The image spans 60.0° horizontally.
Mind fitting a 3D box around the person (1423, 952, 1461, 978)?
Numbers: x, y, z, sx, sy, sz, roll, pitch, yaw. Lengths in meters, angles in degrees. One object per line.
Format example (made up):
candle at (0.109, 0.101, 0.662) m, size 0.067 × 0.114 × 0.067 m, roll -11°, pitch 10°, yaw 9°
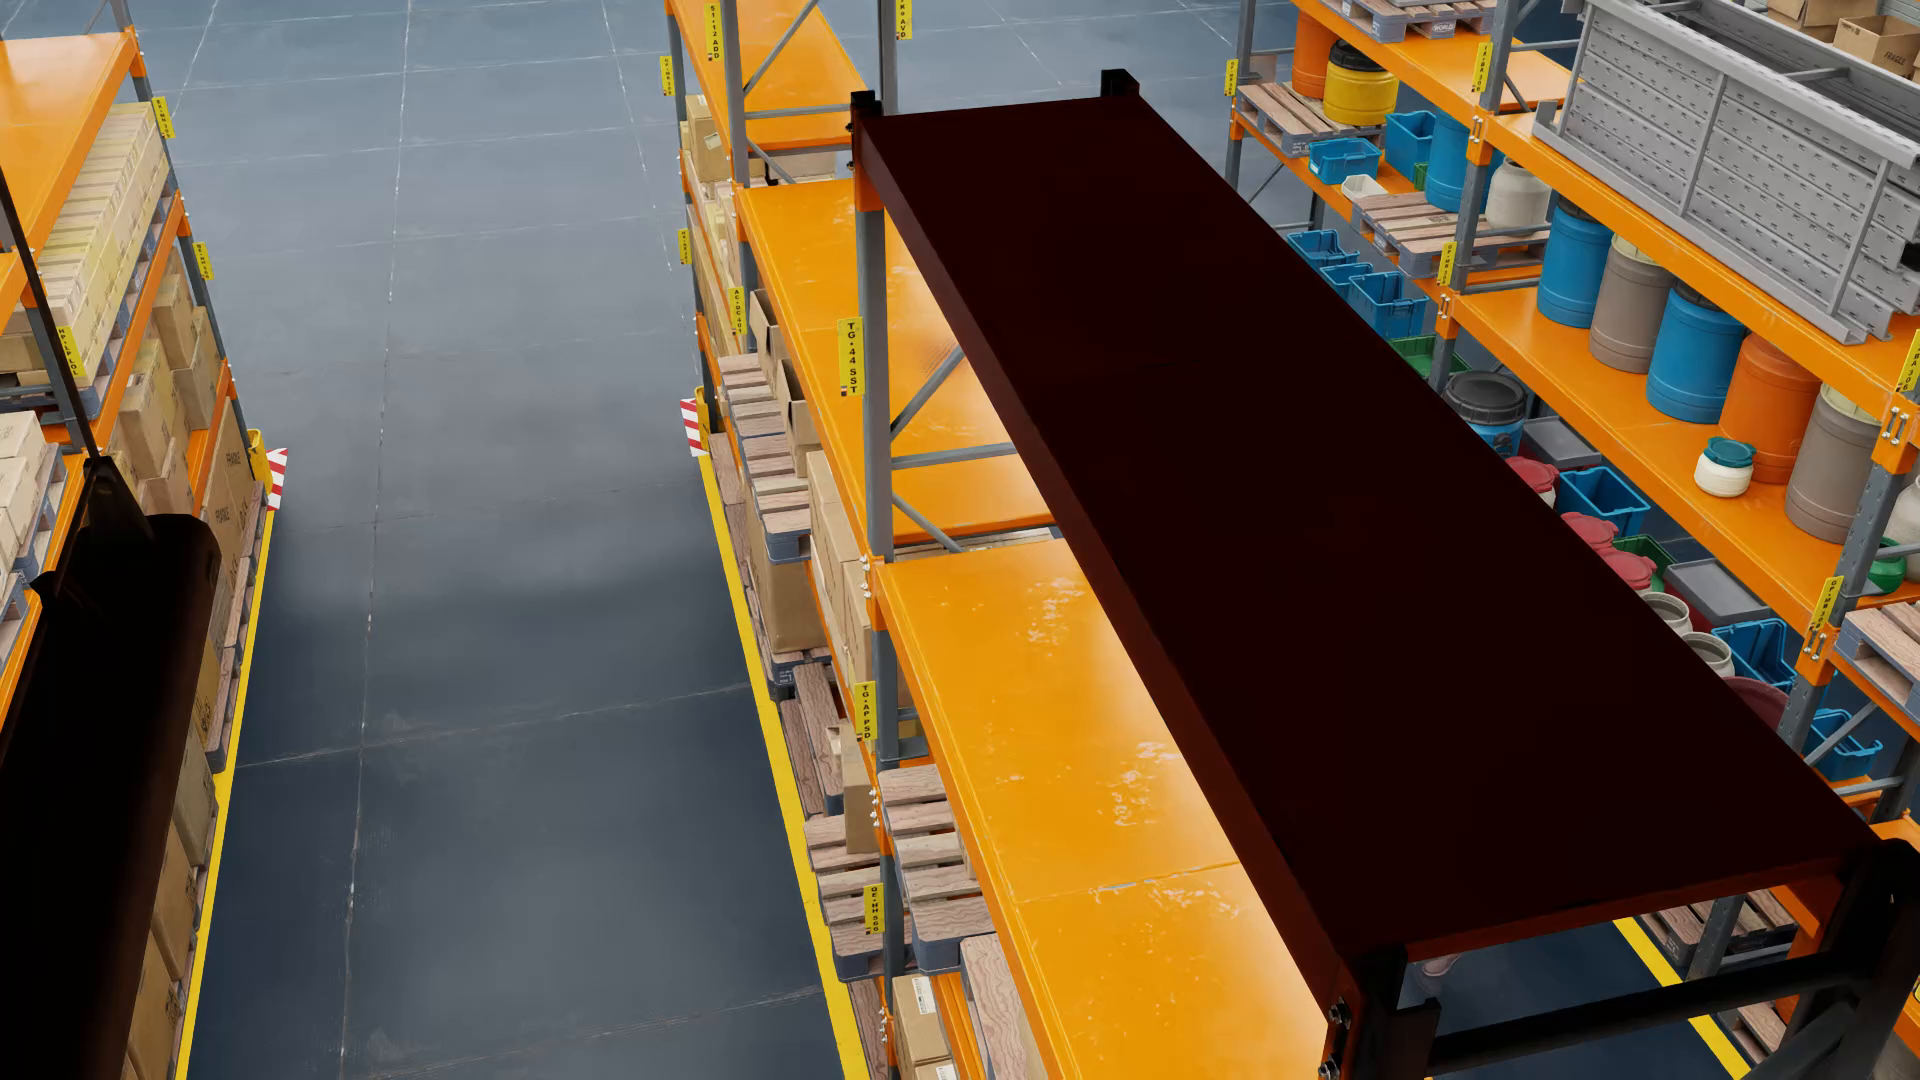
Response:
person at (2.760, 1.761, 9.571) m, size 0.417 × 1.640 × 0.545 m, roll -13°, pitch 37°, yaw -19°
